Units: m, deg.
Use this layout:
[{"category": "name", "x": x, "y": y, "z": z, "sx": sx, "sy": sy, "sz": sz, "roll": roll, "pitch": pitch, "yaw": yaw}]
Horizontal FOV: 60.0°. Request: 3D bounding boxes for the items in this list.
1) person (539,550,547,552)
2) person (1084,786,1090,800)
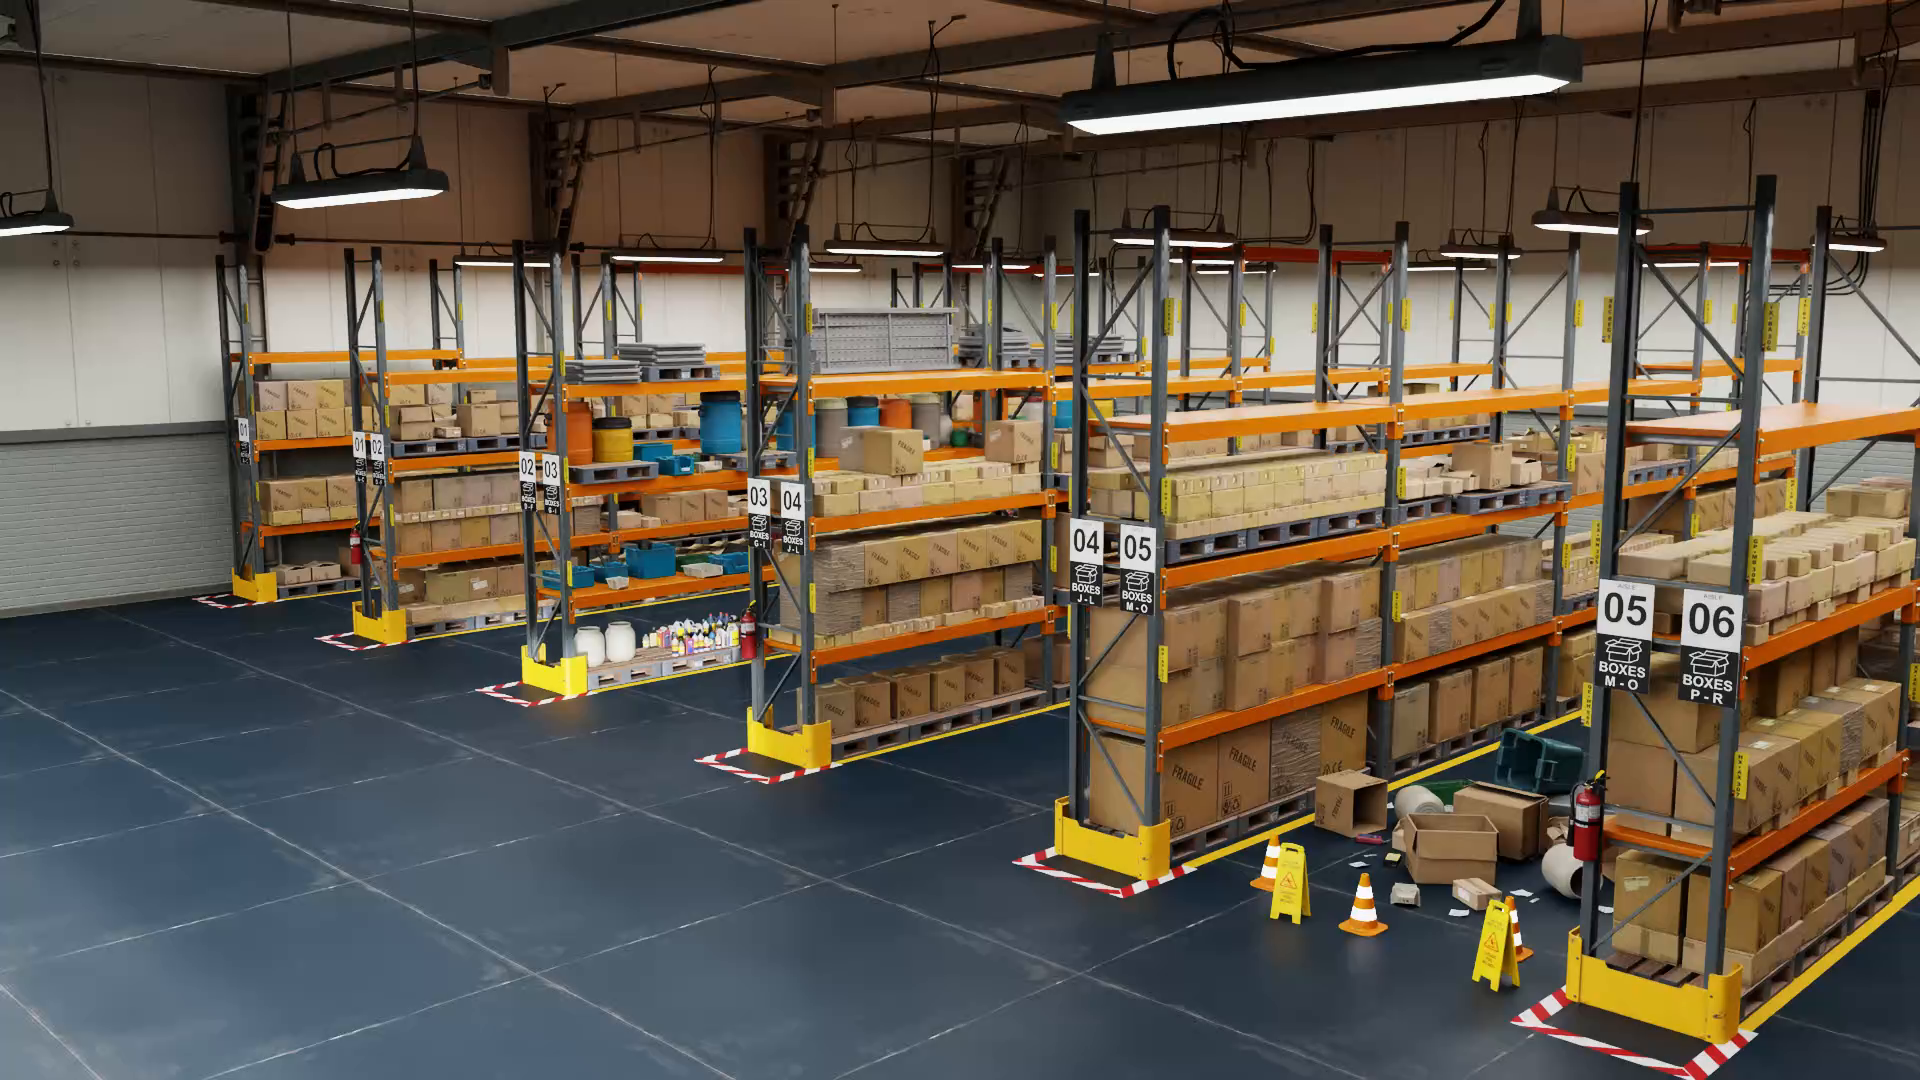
[{"category": "person", "x": -7.502, "y": 0.064, "z": 30.437, "sx": 0.661, "sy": 1.442, "sz": 0.779, "roll": 6, "pitch": 10, "yaw": 38}, {"category": "person", "x": 1.560, "y": 1.927, "z": 17.650, "sx": 0.445, "sy": 1.507, "sz": 0.971, "roll": 7, "pitch": 11, "yaw": 41}]
